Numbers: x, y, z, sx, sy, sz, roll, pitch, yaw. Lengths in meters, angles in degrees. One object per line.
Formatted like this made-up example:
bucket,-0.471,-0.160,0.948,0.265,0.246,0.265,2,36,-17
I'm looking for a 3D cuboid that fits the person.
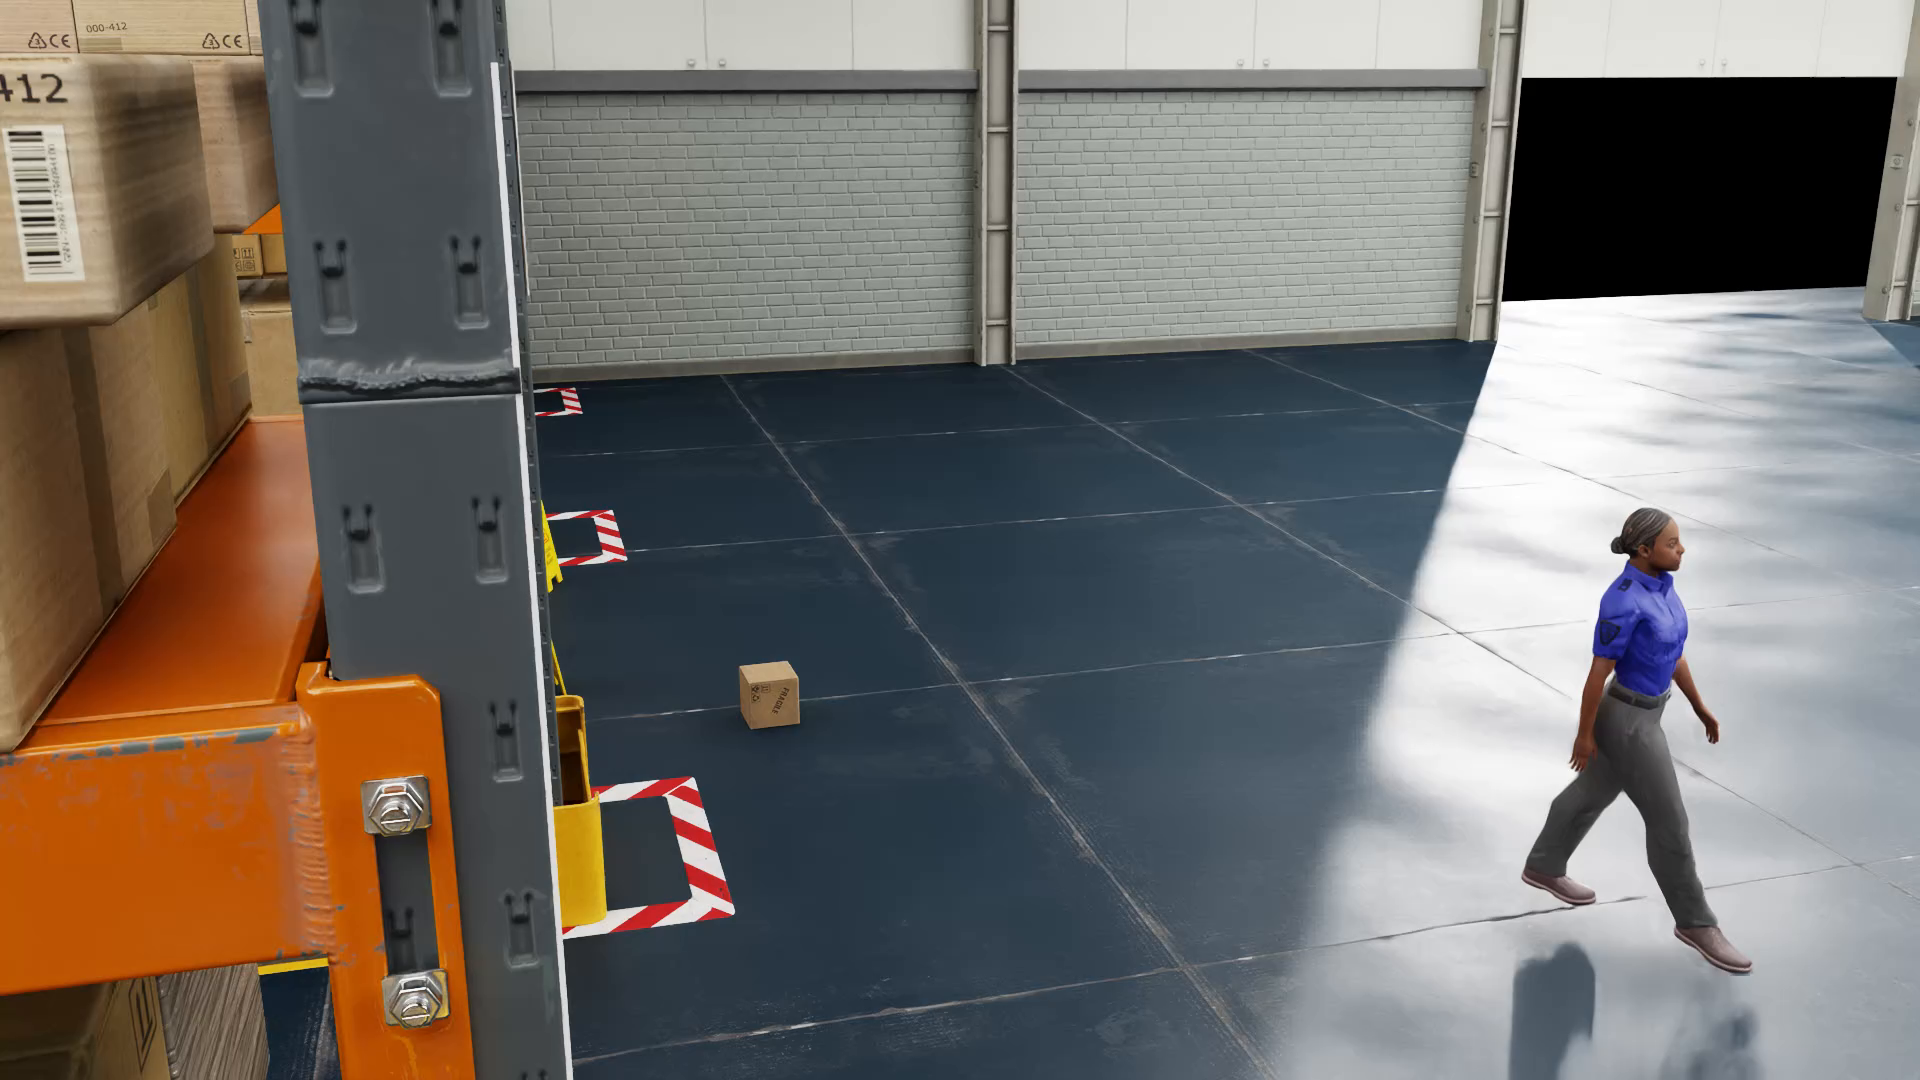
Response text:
person,2.572,0.782,6.164,0.885,1.422,0.402,11,19,32
